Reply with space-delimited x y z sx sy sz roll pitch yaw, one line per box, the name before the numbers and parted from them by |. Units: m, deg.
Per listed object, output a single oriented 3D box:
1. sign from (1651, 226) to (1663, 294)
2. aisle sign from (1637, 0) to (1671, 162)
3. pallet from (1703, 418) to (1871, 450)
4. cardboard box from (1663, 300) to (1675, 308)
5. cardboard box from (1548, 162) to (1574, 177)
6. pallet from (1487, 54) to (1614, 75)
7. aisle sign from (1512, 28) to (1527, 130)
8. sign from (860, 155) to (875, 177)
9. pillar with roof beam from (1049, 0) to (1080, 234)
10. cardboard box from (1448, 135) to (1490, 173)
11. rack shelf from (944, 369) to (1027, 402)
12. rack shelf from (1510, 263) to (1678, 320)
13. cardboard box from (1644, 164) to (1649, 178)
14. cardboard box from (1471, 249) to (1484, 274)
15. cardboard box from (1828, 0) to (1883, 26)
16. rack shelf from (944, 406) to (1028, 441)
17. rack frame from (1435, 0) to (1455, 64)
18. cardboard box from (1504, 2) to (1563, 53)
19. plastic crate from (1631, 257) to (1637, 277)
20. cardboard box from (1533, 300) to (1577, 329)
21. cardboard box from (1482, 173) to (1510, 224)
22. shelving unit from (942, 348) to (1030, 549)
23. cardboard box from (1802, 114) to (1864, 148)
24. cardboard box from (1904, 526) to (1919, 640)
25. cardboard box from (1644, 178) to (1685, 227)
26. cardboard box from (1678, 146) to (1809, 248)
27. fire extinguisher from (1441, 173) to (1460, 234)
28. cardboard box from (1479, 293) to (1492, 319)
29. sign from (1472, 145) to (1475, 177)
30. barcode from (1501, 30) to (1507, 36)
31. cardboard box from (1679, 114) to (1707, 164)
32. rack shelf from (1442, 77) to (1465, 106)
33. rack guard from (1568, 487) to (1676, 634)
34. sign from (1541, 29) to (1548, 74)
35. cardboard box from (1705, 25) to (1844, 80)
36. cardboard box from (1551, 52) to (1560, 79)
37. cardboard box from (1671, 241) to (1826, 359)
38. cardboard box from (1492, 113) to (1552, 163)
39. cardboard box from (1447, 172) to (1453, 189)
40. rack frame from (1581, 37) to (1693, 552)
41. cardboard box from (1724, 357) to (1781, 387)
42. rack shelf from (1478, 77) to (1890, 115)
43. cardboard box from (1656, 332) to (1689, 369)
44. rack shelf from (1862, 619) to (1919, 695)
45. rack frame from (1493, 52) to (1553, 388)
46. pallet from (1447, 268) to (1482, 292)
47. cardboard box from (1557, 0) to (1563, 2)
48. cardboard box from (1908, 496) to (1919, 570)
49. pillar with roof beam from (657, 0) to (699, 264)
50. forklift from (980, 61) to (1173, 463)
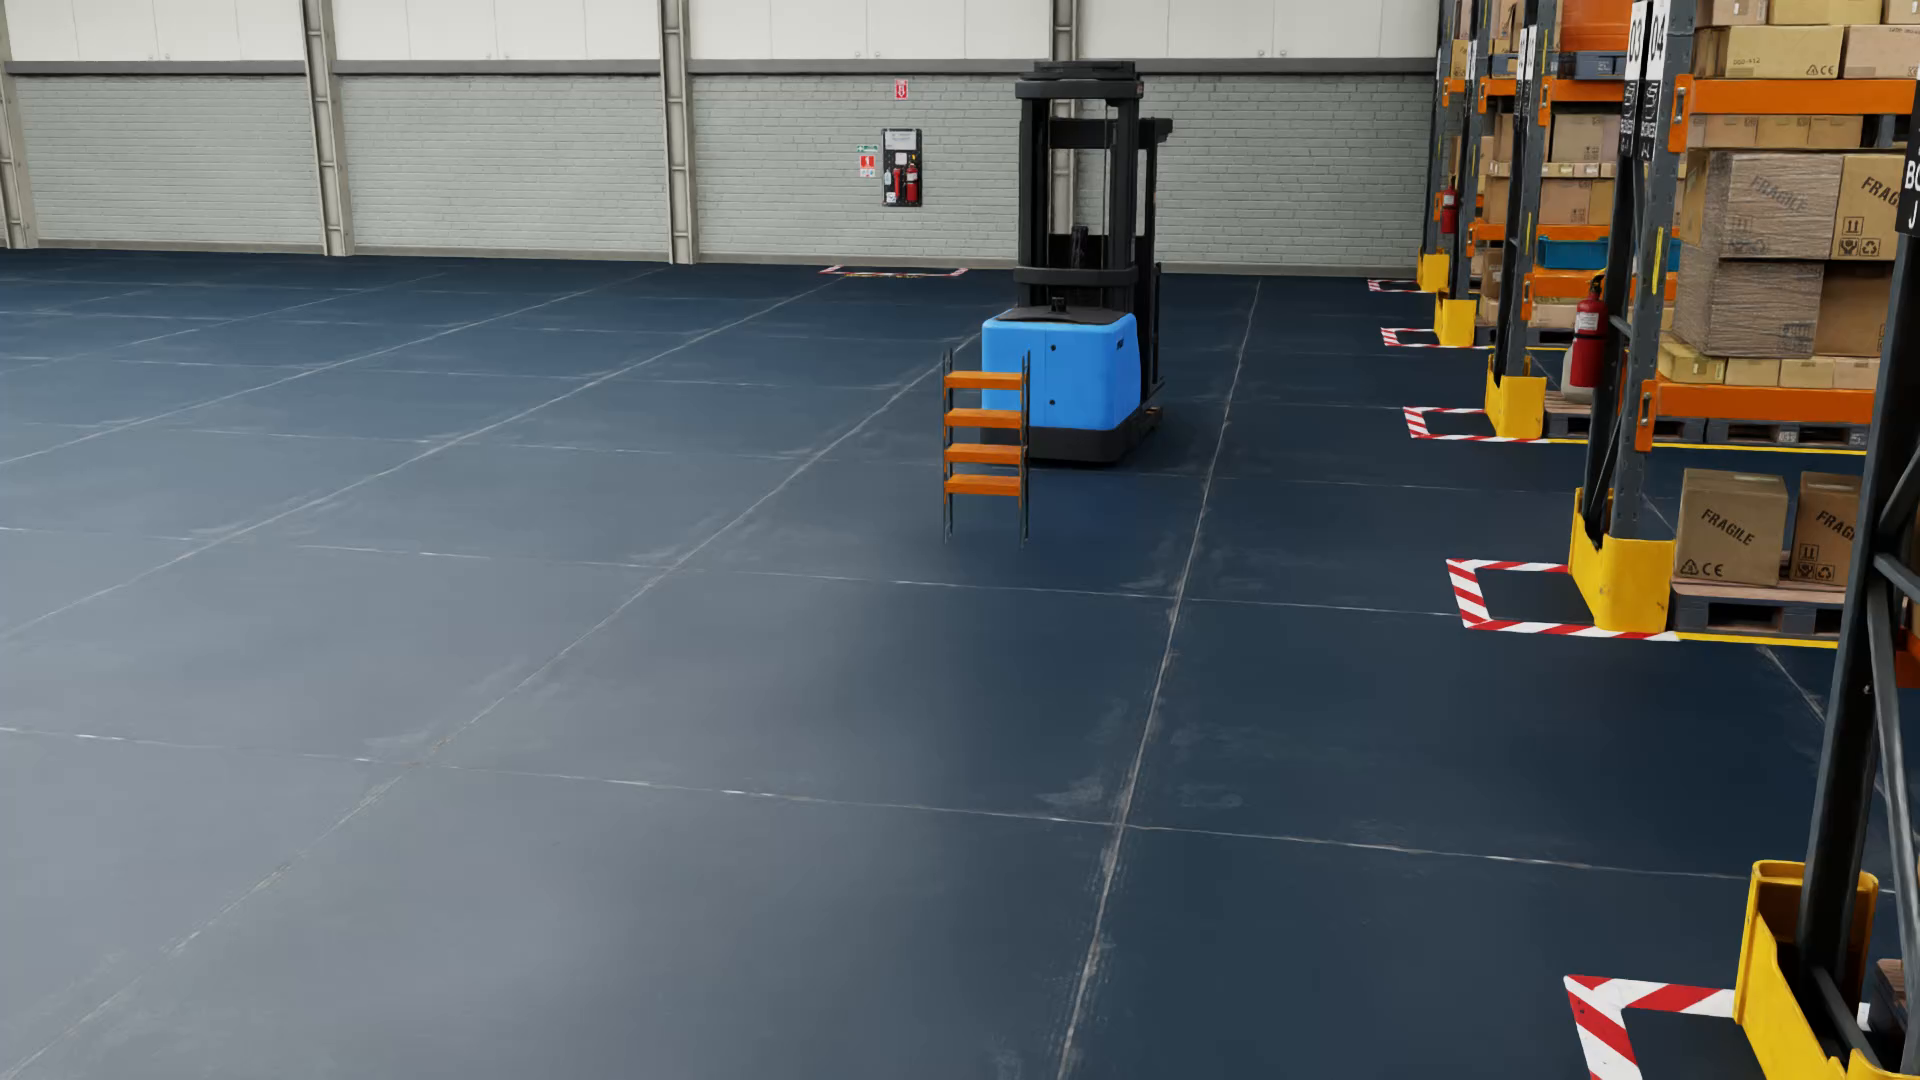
sign | 3.470 -1.392 8.277 0.005 0.325 0.100 3 16 11
aisle sign | 3.457 -2.295 8.287 0.004 0.787 0.394 3 16 11
pallet | 6.636 -0.967 13.587 1.213 0.211 1.003 3 16 11
cardboard box | 7.506 -2.780 17.867 0.500 0.500 0.500 3 16 11
cardboard box | 6.401 -3.965 17.784 0.250 0.149 0.380 3 16 11
pallet | 6.243 -5.067 17.711 1.213 0.211 1.003 3 16 11
aisle sign | 4.554 -3.747 13.530 0.004 0.787 0.394 3 16 11
sign | -1.417 -5.727 25.483 0.234 0.329 0.001 3 16 11
pillar with roof beam | 0.660 -7.277 19.907 0.400 9.000 9.100 3 16 11
cardboard box | 7.043 -5.333 22.966 0.500 0.500 0.500 3 16 10
rack shelf | 0.162 -0.948 10.195 0.480 0.148 0.258 3 16 11
rack shelf | 6.525 -1.959 13.294 4.000 0.370 1.077 3 16 11
cardboard box | 7.160 -3.924 17.636 0.250 0.149 0.380 3 16 10
cardboard box | 7.199 -3.860 23.021 0.500 0.311 0.500 1 16 5
cardboard box | 4.309 -2.587 8.127 0.250 0.149 0.380 3 16 10
rack shelf | 0.162 -0.720 10.258 0.480 0.148 0.258 3 16 11
rack frame | 6.539 -7.895 22.138 0.127 3.000 1.000 3 16 11
cardboard box | 6.118 -5.442 17.656 0.637 0.503 0.797 4 16 15
plastic crate | 5.378 -2.154 13.142 0.250 0.136 0.298 3 16 11
cardboard box | 6.528 -2.473 18.165 0.500 0.250 0.500 3 16 11
cardboard box | 6.011 -3.728 18.145 0.500 0.500 0.700 3 16 11
shelving unit | 0.162 -0.569 10.300 0.503 1.200 0.258 3 16 11
cardboard box | 9.039 -4.191 17.384 0.500 0.500 0.700 3 16 11
cardboard box | 2.863 0.111 4.192 0.550 0.550 0.875 3 16 11
cardboard box | 7.528 -3.647 17.850 0.500 0.500 0.700 4 16 13
cardboard box | 4.166 -1.826 8.846 0.500 0.500 0.500 3 16 11
fire extinguisher | 5.532 -3.799 18.731 0.183 0.674 0.296 3 16 11
cardboard box | 6.140 -2.634 18.747 0.500 0.250 0.500 3 16 11
sign | 5.439 -4.019 17.610 0.005 0.325 0.100 3 16 11
barcode | 5.948 -5.544 18.179 0.075 0.075 0.001 3 16 11
cardboard box | 7.564 -4.271 17.673 0.500 0.500 0.700 3 16 11
rack shelf | 8.499 -5.997 22.250 4.000 0.370 1.077 3 16 11
rack guard | 3.652 0.092 9.224 0.348 0.500 1.175 3 16 11
sign | 4.451 -3.719 12.662 0.005 0.325 0.100 3 16 11
cardboard box | 3.999 -2.397 8.188 0.500 0.250 0.500 4 16 13
cardboard box | 7.846 -6.360 21.989 0.500 0.500 0.500 4 16 14
cardboard box | 4.111 -1.272 8.720 0.500 0.500 0.875 3 16 11
cardboard box | 6.062 -4.351 17.961 0.500 0.500 0.700 3 16 11
cardboard box | 7.036 -4.967 23.049 0.500 0.250 0.500 3 16 12
rack frame | 3.578 -1.117 8.905 0.127 3.000 1.000 3 16 11
cardboard box | 4.051 -0.900 8.593 0.250 0.149 0.380 3 16 11
rack shelf | 7.516 -4.701 17.571 4.000 0.370 1.077 3 16 11
cardboard box | 3.898 -1.035 9.079 0.250 0.149 0.380 3 16 11
rack shelf | 4.450 0.628 3.952 4.000 0.370 1.077 3 16 11
rack frame | 4.565 -2.413 13.582 0.127 3.000 1.000 3 16 11
pallet | 7.403 -3.604 23.107 1.213 0.211 1.003 3 16 11
cardboard box | 7.854 -6.841 21.853 0.500 0.500 0.500 4 16 13
cardboard box | 5.389 -0.016 8.826 0.500 0.500 0.500 5 16 16
pillar with roof beam | -5.220 -7.597 21.059 0.400 9.000 9.100 3 16 11
forklift | 1.073 -2.338 13.443 1.130 2.935 3.031 5 16 17
